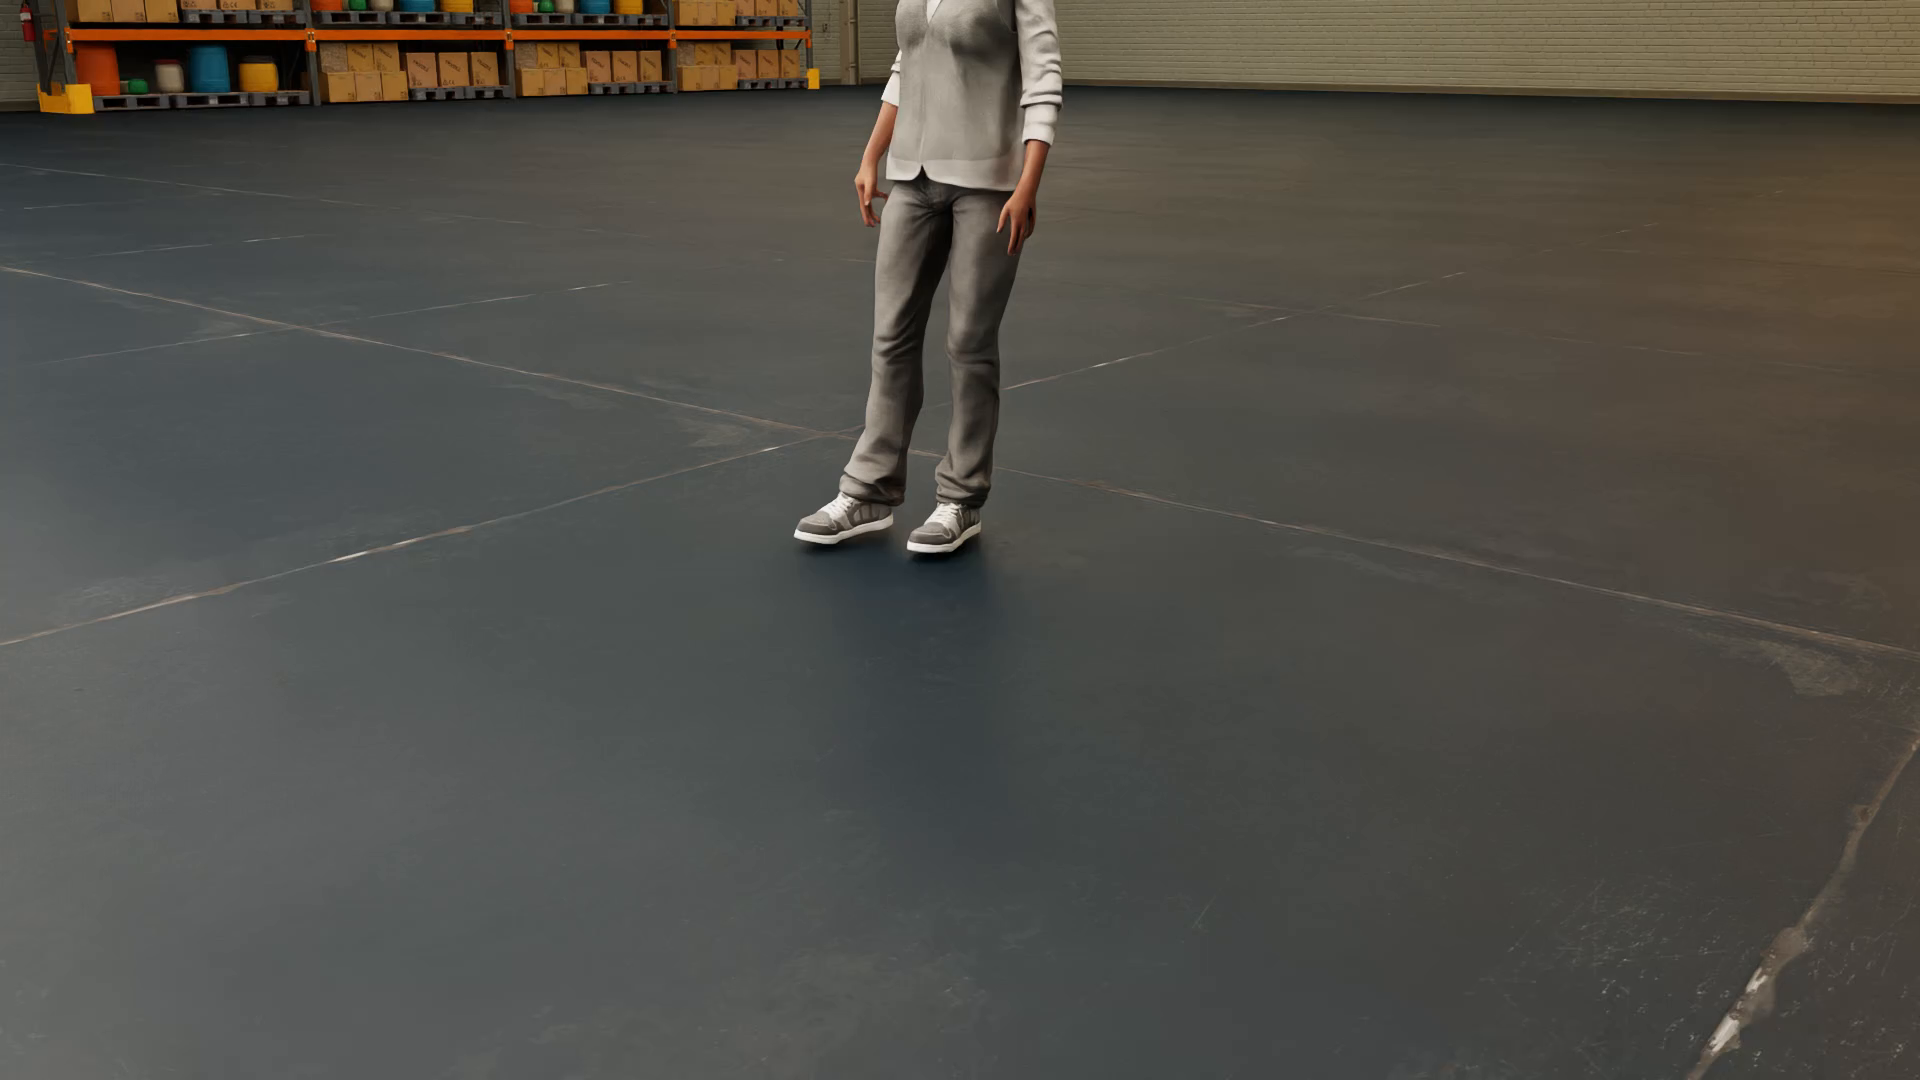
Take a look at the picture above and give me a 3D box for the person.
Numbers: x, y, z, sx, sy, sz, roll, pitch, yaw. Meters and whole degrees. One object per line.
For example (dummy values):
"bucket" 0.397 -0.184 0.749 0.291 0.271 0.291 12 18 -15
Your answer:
"person" -0.059 -0.757 3.661 0.520 1.599 0.472 13 21 37
